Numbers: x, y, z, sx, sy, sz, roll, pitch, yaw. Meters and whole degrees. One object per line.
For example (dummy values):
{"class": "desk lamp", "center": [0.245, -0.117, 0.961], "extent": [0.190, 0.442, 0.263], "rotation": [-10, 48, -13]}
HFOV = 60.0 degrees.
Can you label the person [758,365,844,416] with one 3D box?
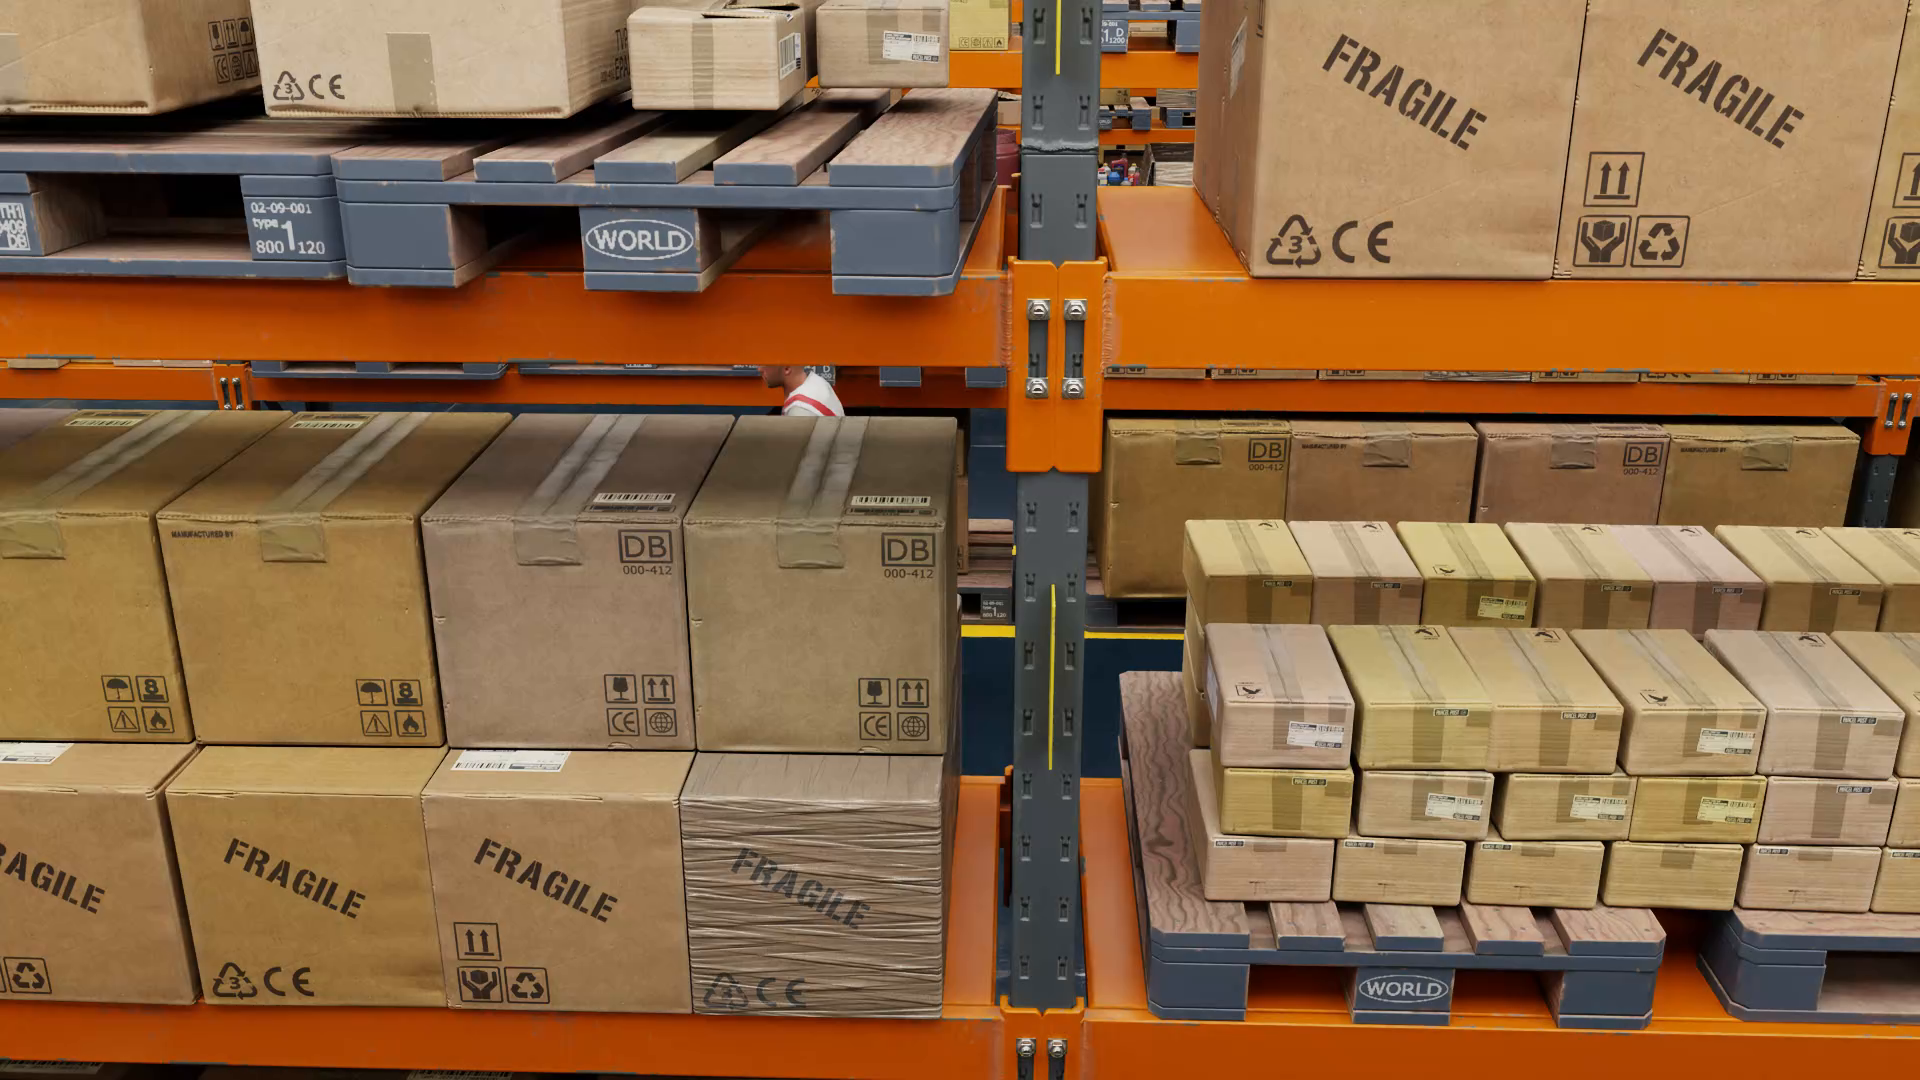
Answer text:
{"class": "person", "center": [-0.682, -0.087, 7.289], "extent": [0.455, 1.779, 0.619], "rotation": [0, 21, 1]}
